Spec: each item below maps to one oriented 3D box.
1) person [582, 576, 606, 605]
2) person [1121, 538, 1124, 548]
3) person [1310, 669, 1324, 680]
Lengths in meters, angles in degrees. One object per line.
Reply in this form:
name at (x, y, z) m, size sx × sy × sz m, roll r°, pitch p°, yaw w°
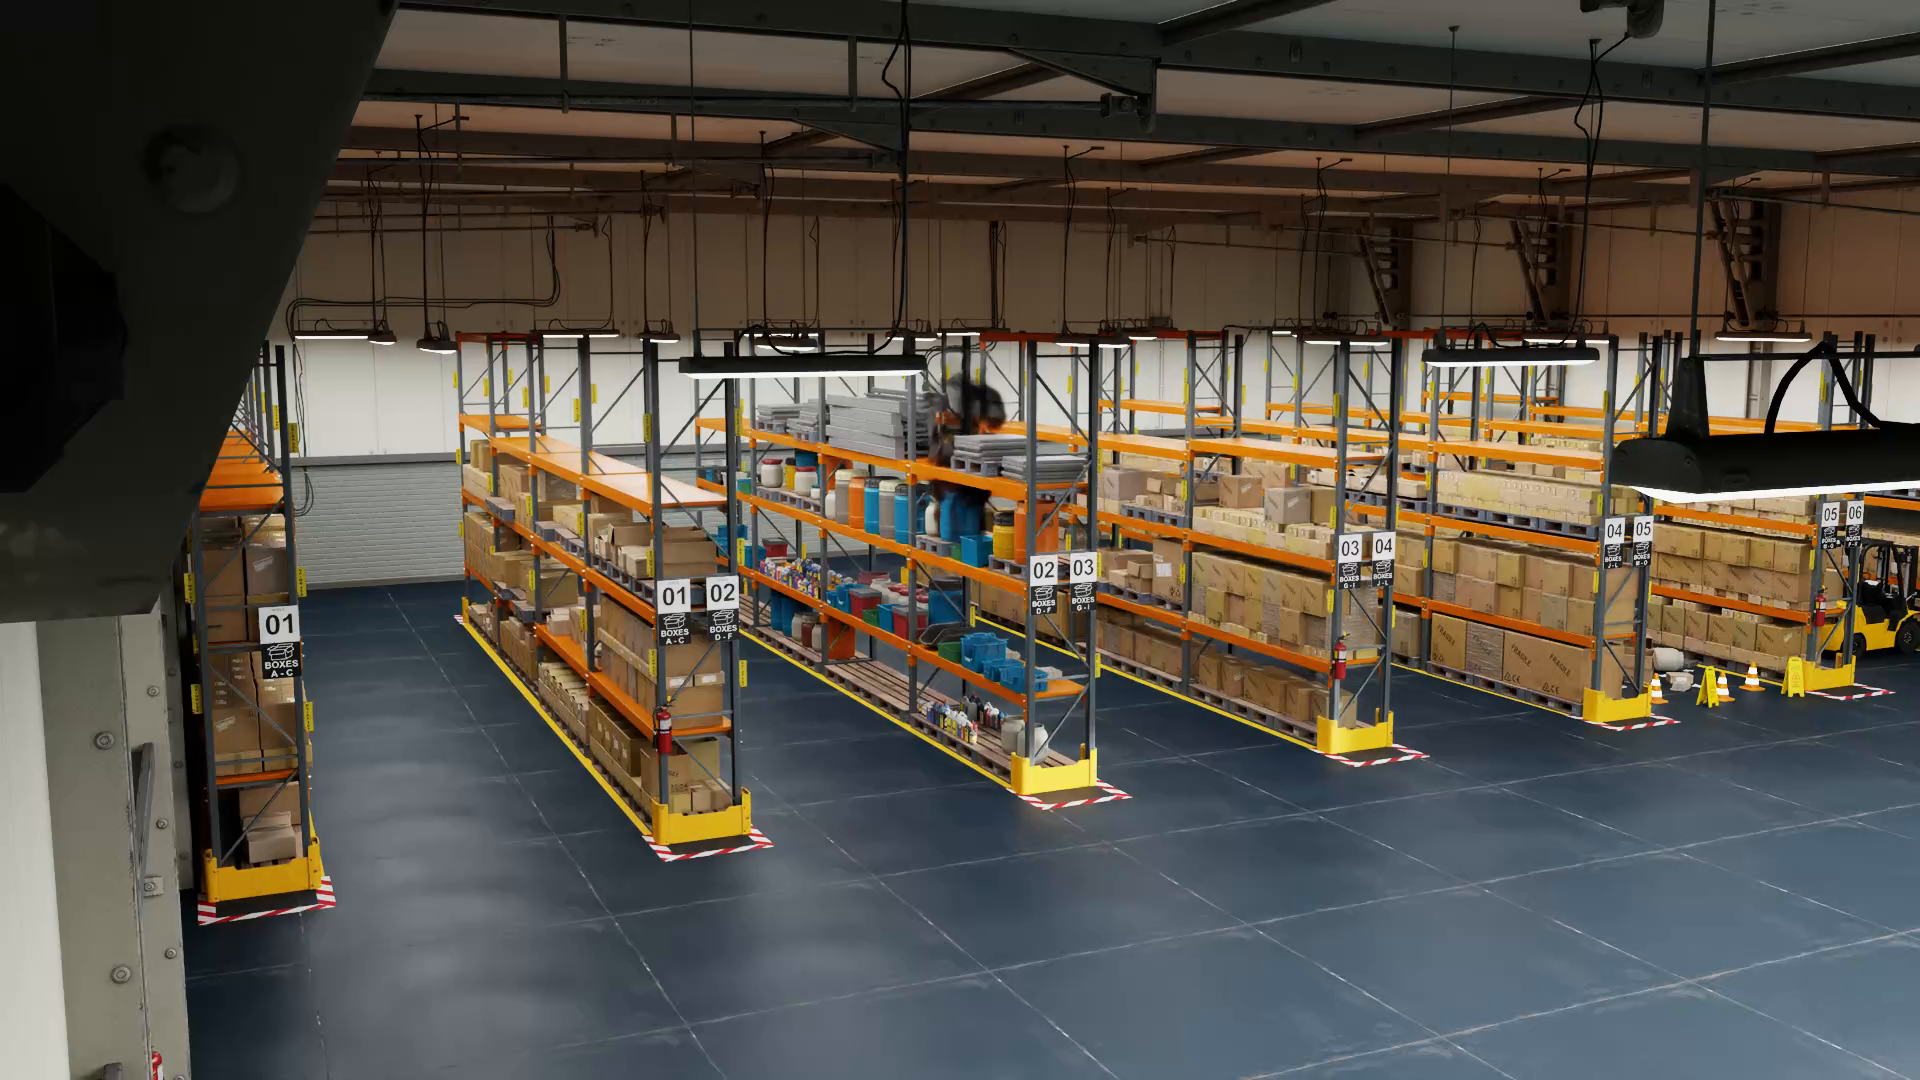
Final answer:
person at (-7.503, 0.873, 34.325) m, size 0.651 × 1.701 × 0.626 m, roll -6°, pitch 10°, yaw -38°
person at (3.262, 0.795, 34.654) m, size 0.687 × 1.759 × 0.957 m, roll -4°, pitch 9°, yaw -26°
person at (6.279, 1.558, 29.136) m, size 0.746 × 1.737 × 0.658 m, roll -5°, pitch 9°, yaw -31°
